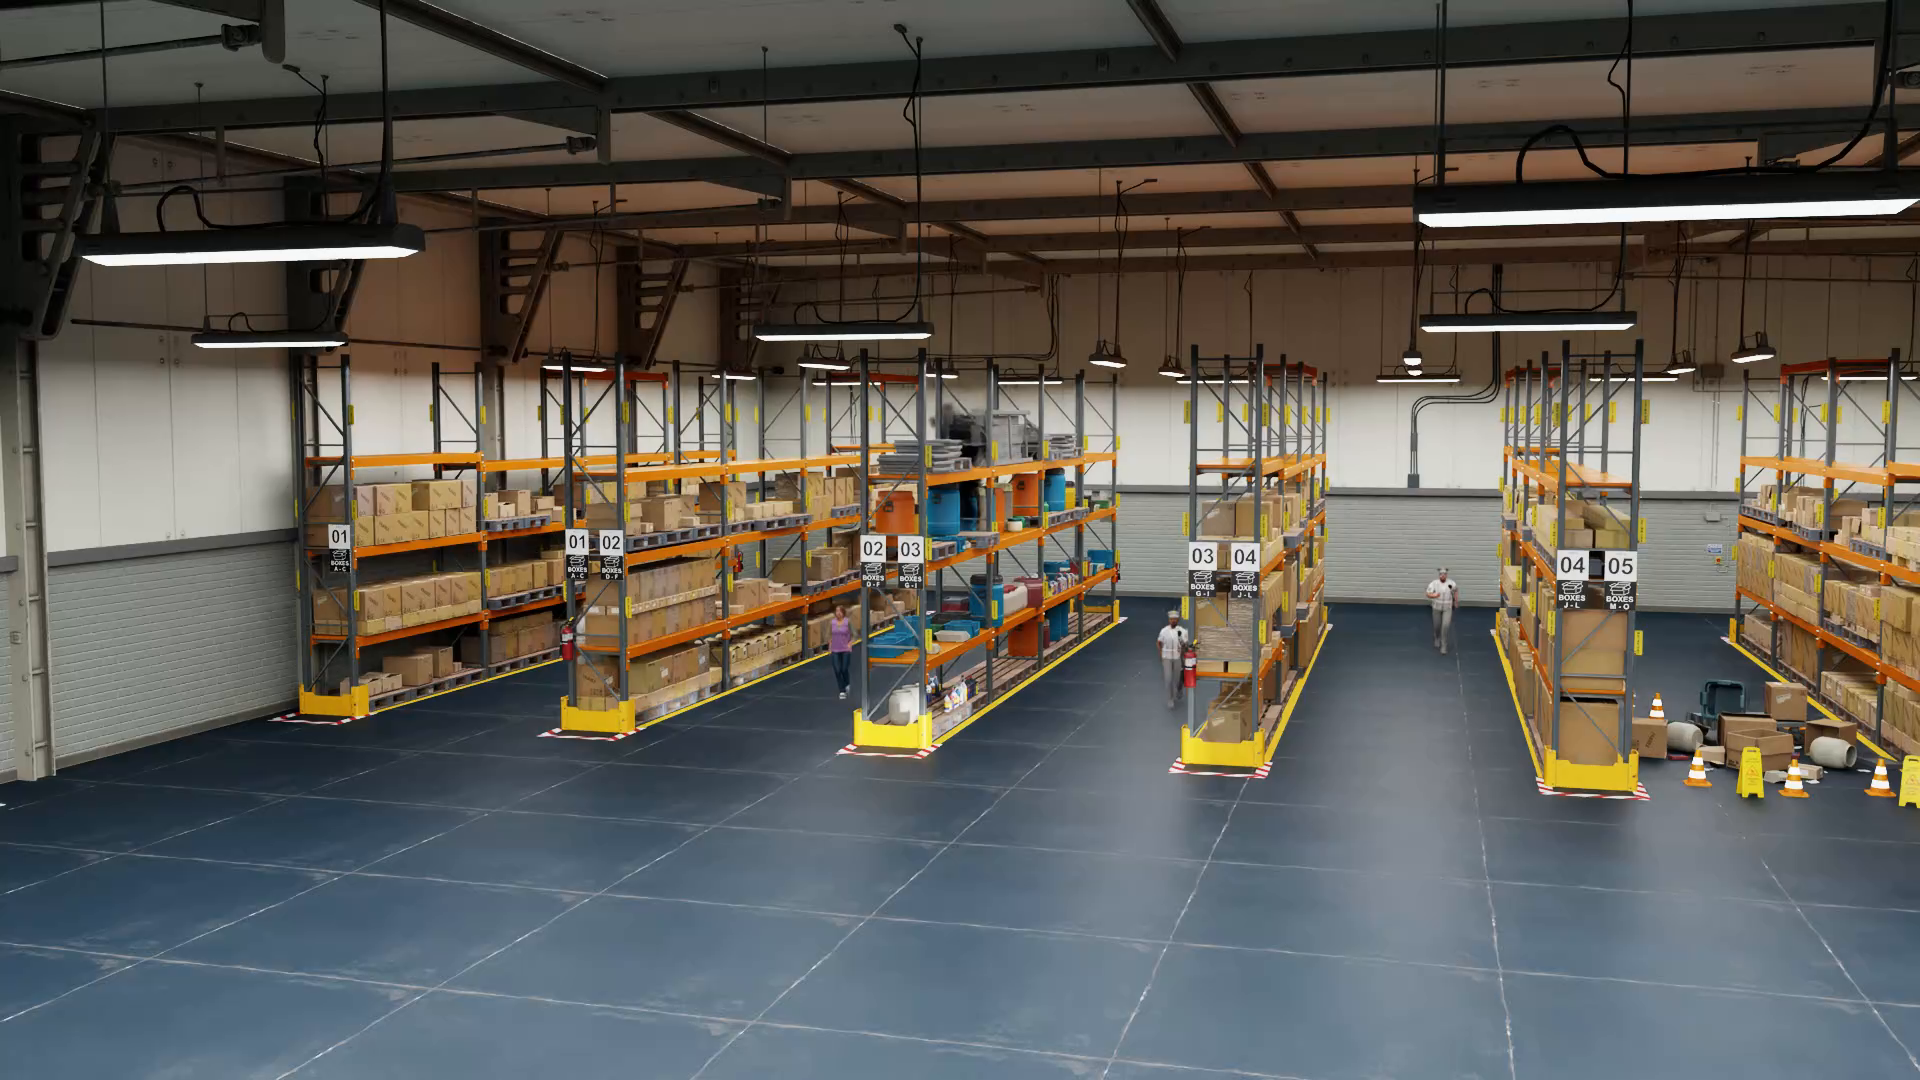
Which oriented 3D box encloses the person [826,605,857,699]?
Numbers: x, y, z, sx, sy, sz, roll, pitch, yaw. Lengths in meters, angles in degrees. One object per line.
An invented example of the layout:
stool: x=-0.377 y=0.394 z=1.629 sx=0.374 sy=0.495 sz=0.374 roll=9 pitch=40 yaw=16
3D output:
person: x=-1.982 y=1.905 z=27.627 sx=0.512 sy=1.475 sz=0.491 roll=1 pitch=4 yaw=8

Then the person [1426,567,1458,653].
person: x=10.215 y=1.448 z=35.238 sx=0.658 sy=1.775 sz=0.984 roll=1 pitch=4 yaw=15

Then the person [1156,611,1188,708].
person: x=3.658 y=2.029 z=28.602 sx=0.580 sy=1.655 sz=0.701 roll=1 pitch=4 yaw=10

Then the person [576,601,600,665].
person: x=-6.640 y=1.919 z=29.741 sx=0.599 sy=1.668 sz=0.919 roll=0 pitch=4 yaw=5
